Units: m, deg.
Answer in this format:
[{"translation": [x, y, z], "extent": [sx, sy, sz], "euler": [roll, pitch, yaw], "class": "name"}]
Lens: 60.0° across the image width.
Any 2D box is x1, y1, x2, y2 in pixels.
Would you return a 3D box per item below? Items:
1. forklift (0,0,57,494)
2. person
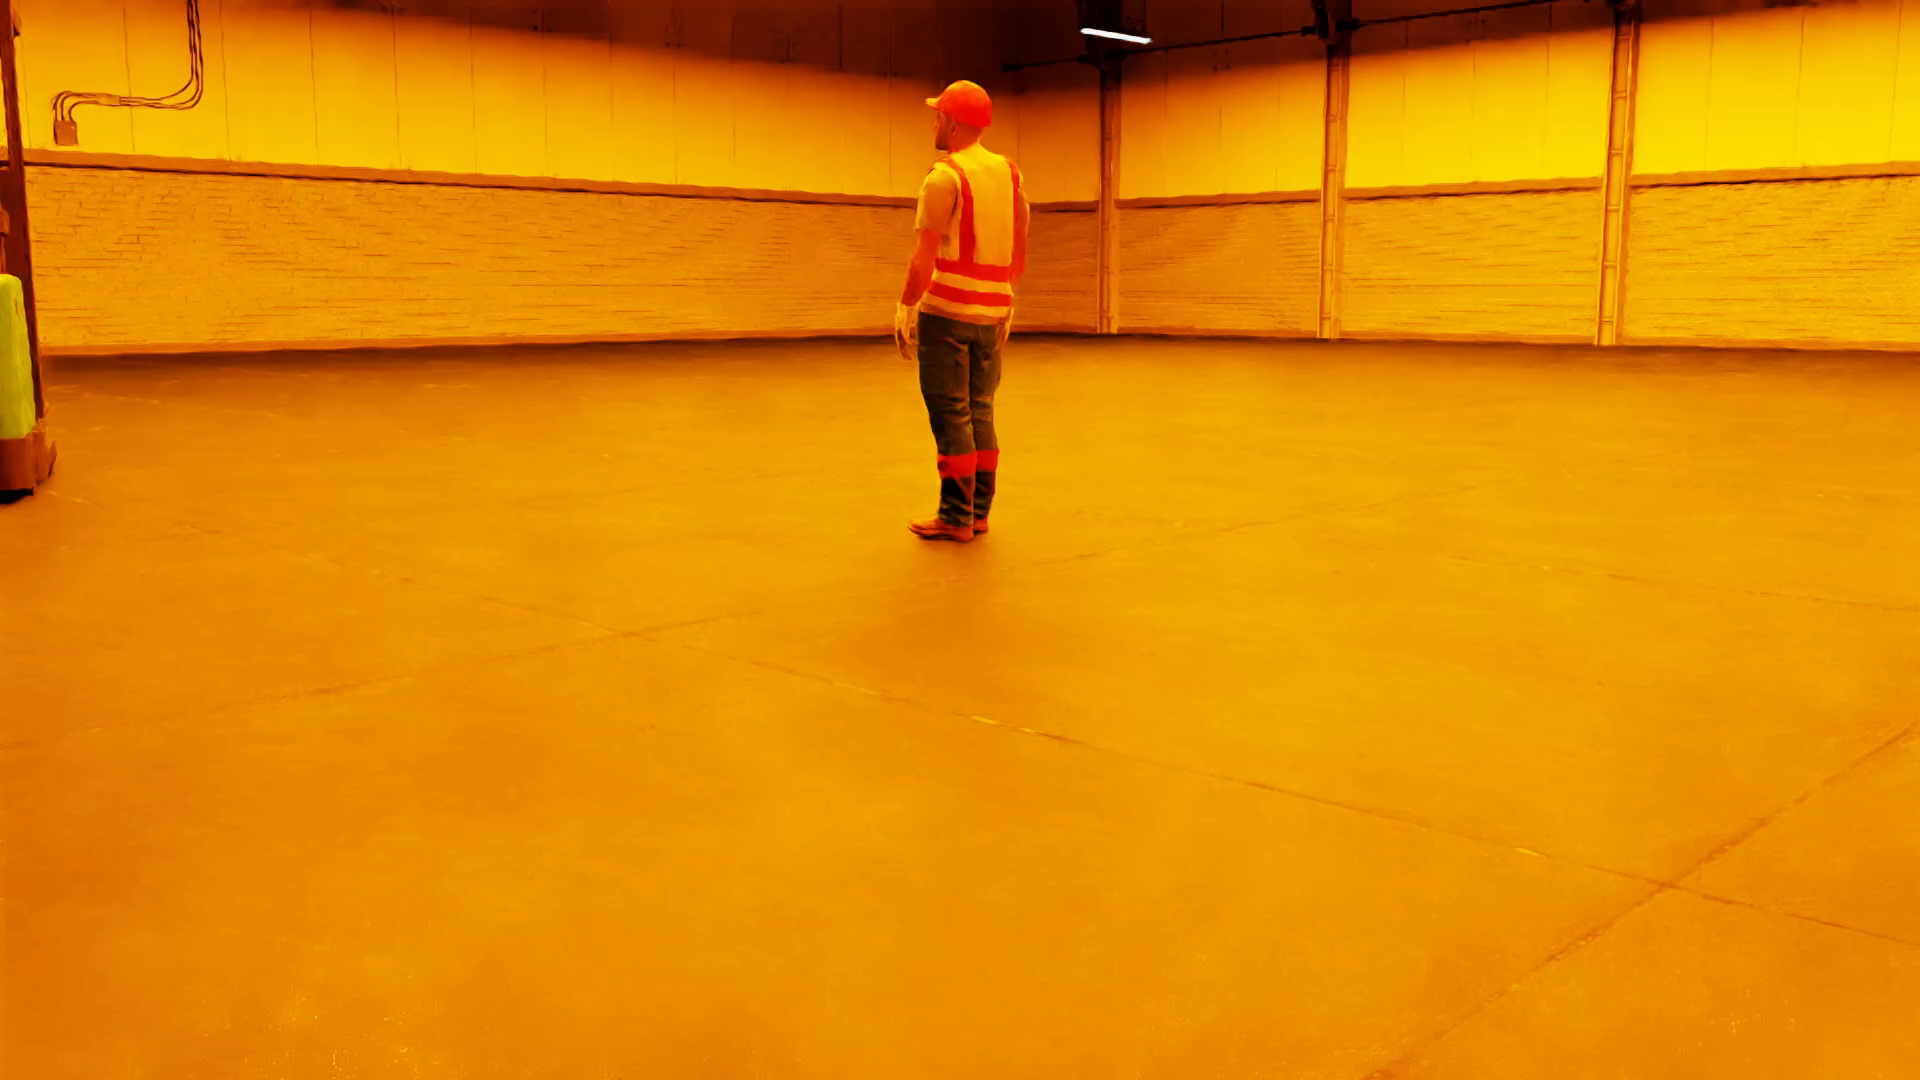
[{"translation": [-5.505, -1.786, 8.733], "extent": [1.130, 2.935, 3.031], "euler": [-4, 10, -26], "class": "forklift"}, {"translation": [-0.050, -0.901, 6.646], "extent": [0.563, 1.787, 0.637], "euler": [8, 12, 43], "class": "person"}]
